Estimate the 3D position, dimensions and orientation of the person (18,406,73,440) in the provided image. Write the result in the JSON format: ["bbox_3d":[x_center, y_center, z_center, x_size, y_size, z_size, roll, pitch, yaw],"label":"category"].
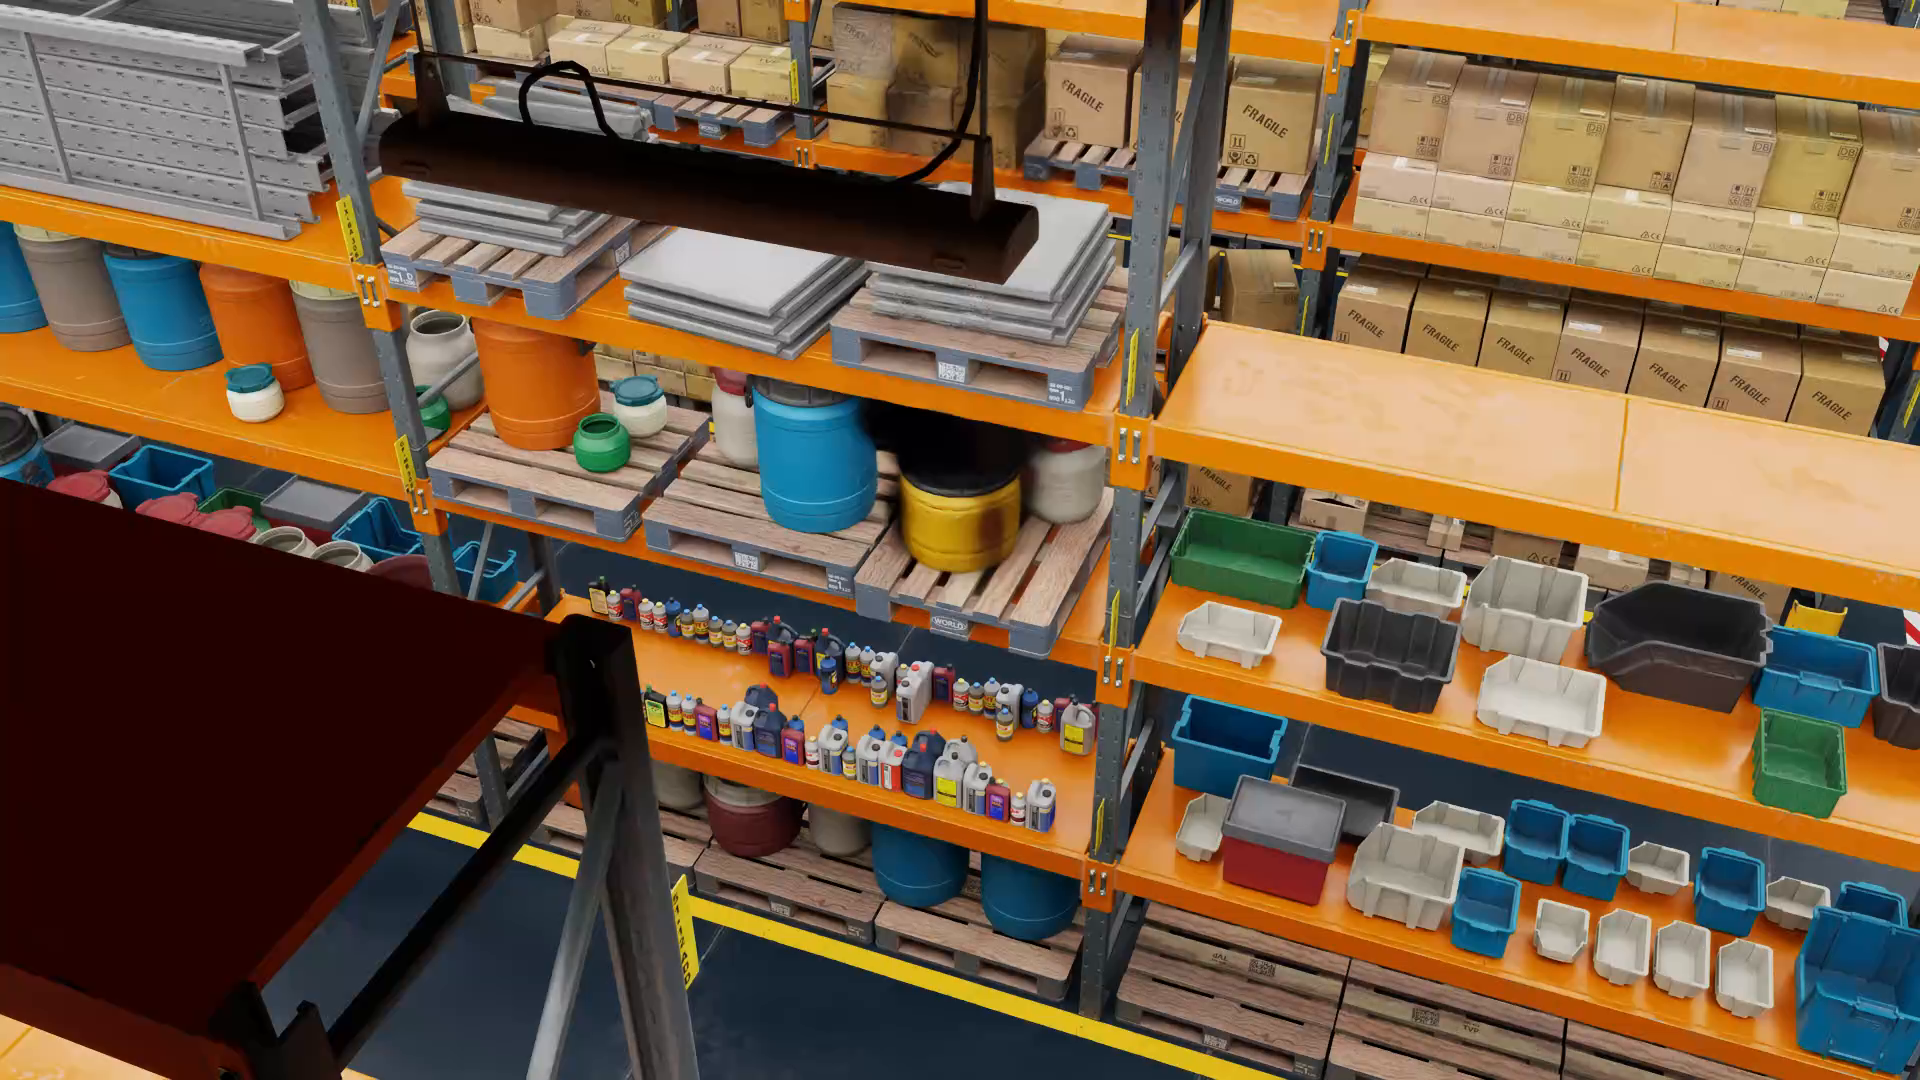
[{"bbox_3d":[-7.311,-1.146,13.481,1.188,1.778,0.712,9,37,12],"label":"person"}]
